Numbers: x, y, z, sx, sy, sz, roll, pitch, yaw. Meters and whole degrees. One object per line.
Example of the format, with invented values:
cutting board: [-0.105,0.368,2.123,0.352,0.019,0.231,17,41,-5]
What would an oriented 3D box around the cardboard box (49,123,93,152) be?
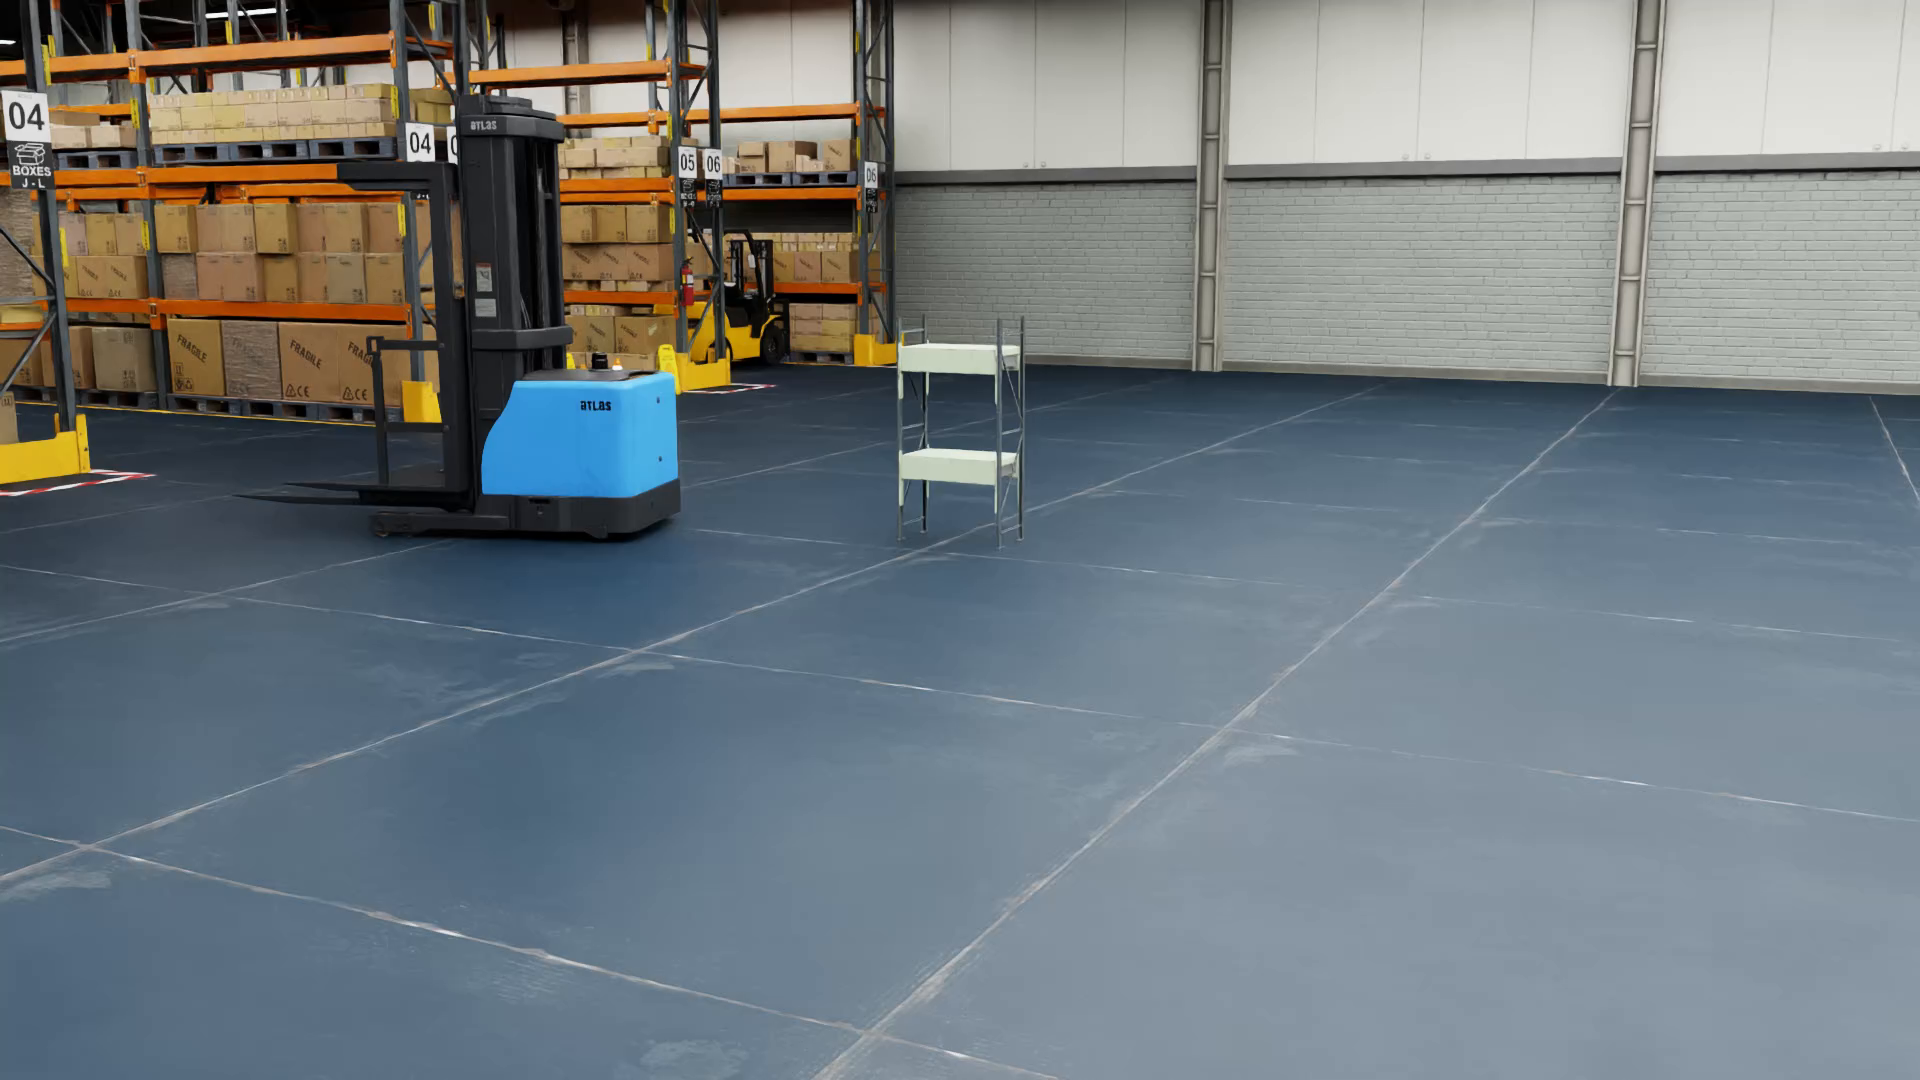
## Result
cardboard box: [-10.887,-4.879,20.134,0.500,0.311,0.500,5,11,24]

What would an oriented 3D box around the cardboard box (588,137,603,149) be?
cardboard box: [-4.837,-5.388,22.622,0.250,0.149,0.380,5,11,26]

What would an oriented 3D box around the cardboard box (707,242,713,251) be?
cardboard box: [-4.089,-4.914,27.854,0.250,0.149,0.380,5,12,27]

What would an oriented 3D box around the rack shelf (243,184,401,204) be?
rack shelf: [-8.912,-5.166,24.951,4.000,0.370,1.077,5,11,26]

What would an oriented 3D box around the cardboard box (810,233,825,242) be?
cardboard box: [-2.234,-4.905,26.970,0.250,0.149,0.380,5,12,27]

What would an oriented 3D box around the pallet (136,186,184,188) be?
pallet: [-12.311,-5.715,26.492,1.213,0.211,1.003,6,12,28]

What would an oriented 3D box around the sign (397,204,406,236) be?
sign: [-5.883,-3.374,17.532,0.005,0.325,0.100,5,11,26]

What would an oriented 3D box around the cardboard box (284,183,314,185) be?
cardboard box: [-9.860,-5.651,25.327,0.500,0.500,0.700,5,11,26]

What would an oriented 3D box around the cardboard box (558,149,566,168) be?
cardboard box: [-5.481,-5.237,22.906,0.500,0.250,0.500,5,11,26]

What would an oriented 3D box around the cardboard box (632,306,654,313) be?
cardboard box: [-5.398,-3.757,29.056,0.625,0.625,0.875,6,12,28]

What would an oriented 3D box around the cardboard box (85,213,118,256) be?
cardboard box: [-10.128,-3.708,20.206,0.500,0.500,0.700,5,11,25]

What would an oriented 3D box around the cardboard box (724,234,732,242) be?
cardboard box: [-3.834,-5.044,27.742,0.250,0.149,0.380,5,11,25]

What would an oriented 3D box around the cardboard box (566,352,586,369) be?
cardboard box: [-5.308,-2.528,23.319,0.500,0.250,0.500,5,11,24]

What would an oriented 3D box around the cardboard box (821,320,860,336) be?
cardboard box: [-1.913,-3.453,27.022,0.500,0.250,0.500,5,11,25]

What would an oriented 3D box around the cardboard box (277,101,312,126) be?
cardboard box: [-7.091,-4.651,18.207,0.500,0.250,0.500,5,11,25]

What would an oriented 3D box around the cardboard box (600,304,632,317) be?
cardboard box: [-4.724,-3.153,22.844,0.250,0.149,0.380,5,12,27]

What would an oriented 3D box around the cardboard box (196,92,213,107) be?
cardboard box: [-8.358,-4.946,18.720,0.250,0.149,0.380,5,11,25]

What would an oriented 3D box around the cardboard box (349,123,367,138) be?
cardboard box: [-6.305,-4.373,17.794,0.250,0.149,0.380,5,11,26]

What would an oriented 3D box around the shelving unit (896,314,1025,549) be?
shelving unit: [0.006,-0.737,11.094,0.755,1.500,0.431,5,11,26]

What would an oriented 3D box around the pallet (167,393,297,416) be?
pallet: [-8.571,-1.644,19.719,1.213,0.211,1.003,5,11,26]

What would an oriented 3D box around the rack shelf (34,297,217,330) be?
rack shelf: [-11.012,-2.892,20.806,4.000,0.370,1.077,5,11,26]

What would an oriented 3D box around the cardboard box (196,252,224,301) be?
cardboard box: [-8.379,-3.095,19.488,0.550,0.550,0.875,5,11,26]

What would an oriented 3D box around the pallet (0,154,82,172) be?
pallet: [-11.200,-4.657,20.644,1.213,0.211,1.003,6,12,28]

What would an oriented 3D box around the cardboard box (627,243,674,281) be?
cardboard box: [-4.140,-3.766,22.499,0.500,0.500,0.500,5,11,25]

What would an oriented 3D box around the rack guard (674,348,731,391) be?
rack guard: [-3.599,-2.348,22.797,0.348,0.500,1.175,5,11,26]

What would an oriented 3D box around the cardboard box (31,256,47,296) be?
cardboard box: [-11.167,-3.255,20.512,0.500,0.500,0.500,5,11,25]

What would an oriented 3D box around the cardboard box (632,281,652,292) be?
cardboard box: [-4.238,-3.445,22.550,0.250,0.149,0.380,5,11,25]

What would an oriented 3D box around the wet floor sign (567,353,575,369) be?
wet floor sign: [-4.729,-1.928,20.074,0.232,0.644,0.267,3,11,16]

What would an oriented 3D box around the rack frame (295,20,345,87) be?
rack frame: [-12.100,-8.262,31.614,0.127,3.000,1.000,5,11,26]

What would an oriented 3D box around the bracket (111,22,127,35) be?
bracket: [-17.491,-10.616,34.510,0.430,0.232,0.235,5,11,26]

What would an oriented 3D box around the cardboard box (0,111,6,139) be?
cardboard box: [-8.234,-3.470,13.980,0.500,0.250,0.500,5,12,28]

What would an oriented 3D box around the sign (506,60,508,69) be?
sign: [-8.270,-8.573,30.266,0.005,0.325,0.100,5,11,26]

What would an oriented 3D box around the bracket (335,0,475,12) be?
bracket: [-9.784,-9.938,30.769,4.783,0.066,0.076,5,11,26]

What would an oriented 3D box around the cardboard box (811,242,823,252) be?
cardboard box: [-2.221,-4.761,27.012,0.250,0.149,0.380,5,12,27]

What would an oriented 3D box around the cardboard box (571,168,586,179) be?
cardboard box: [-5.111,-5.013,22.787,0.250,0.149,0.380,5,11,24]

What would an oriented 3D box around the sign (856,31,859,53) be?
sign: [-1.591,-7.730,25.826,0.005,0.325,0.100,5,11,26]

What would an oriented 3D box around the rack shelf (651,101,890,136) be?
rack shelf: [-3.132,-6.923,27.360,4.000,0.370,1.077,5,11,26]

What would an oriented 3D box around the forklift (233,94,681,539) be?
forklift: [-3.579,-1.551,11.572,3.031,2.935,1.130,2,10,10]

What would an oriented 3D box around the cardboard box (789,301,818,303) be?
cardboard box: [-2.579,-3.858,27.860,0.500,0.250,0.500,5,11,25]

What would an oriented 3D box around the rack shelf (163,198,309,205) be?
rack shelf: [-13.893,-6.590,32.816,4.000,0.370,1.077,5,11,26]

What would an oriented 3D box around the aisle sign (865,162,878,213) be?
aisle sign: [-1.409,-5.592,26.404,0.004,0.787,0.394,5,11,26]

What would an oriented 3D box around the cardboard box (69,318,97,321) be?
cardboard box: [-14.808,-3.530,28.325,0.875,0.438,0.875,5,11,25]

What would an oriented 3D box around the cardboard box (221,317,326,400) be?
cardboard box: [-7.875,-2.118,19.298,0.875,0.875,0.875,5,11,26]

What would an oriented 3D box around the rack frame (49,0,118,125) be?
rack frame: [-14.293,-7.469,27.232,0.127,3.000,1.000,5,11,26]

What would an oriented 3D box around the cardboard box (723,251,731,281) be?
cardboard box: [-3.714,-4.574,27.801,0.500,0.500,0.500,5,11,25]

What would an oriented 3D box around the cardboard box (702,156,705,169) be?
cardboard box: [-4.287,-6.263,27.782,0.500,0.311,0.500,5,12,27]

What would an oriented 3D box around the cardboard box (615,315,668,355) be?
cardboard box: [-4.365,-2.816,22.801,0.500,0.500,0.500,5,11,26]

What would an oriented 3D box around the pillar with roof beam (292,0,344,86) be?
pillar with roof beam: [-14.230,-7.773,28.913,0.548,9.000,9.100,5,11,26]

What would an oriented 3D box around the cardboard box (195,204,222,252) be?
cardboard box: [-8.358,-3.634,19.434,0.550,0.550,0.875,5,11,26]

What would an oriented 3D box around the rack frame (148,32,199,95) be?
rack frame: [-15.687,-8.577,33.355,0.127,3.000,1.000,5,11,26]

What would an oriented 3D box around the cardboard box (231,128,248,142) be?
cardboard box: [-7.899,-4.513,18.569,0.250,0.149,0.380,5,11,26]

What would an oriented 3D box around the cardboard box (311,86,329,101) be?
cardboard box: [-6.769,-4.806,17.947,0.250,0.149,0.380,5,12,27]
